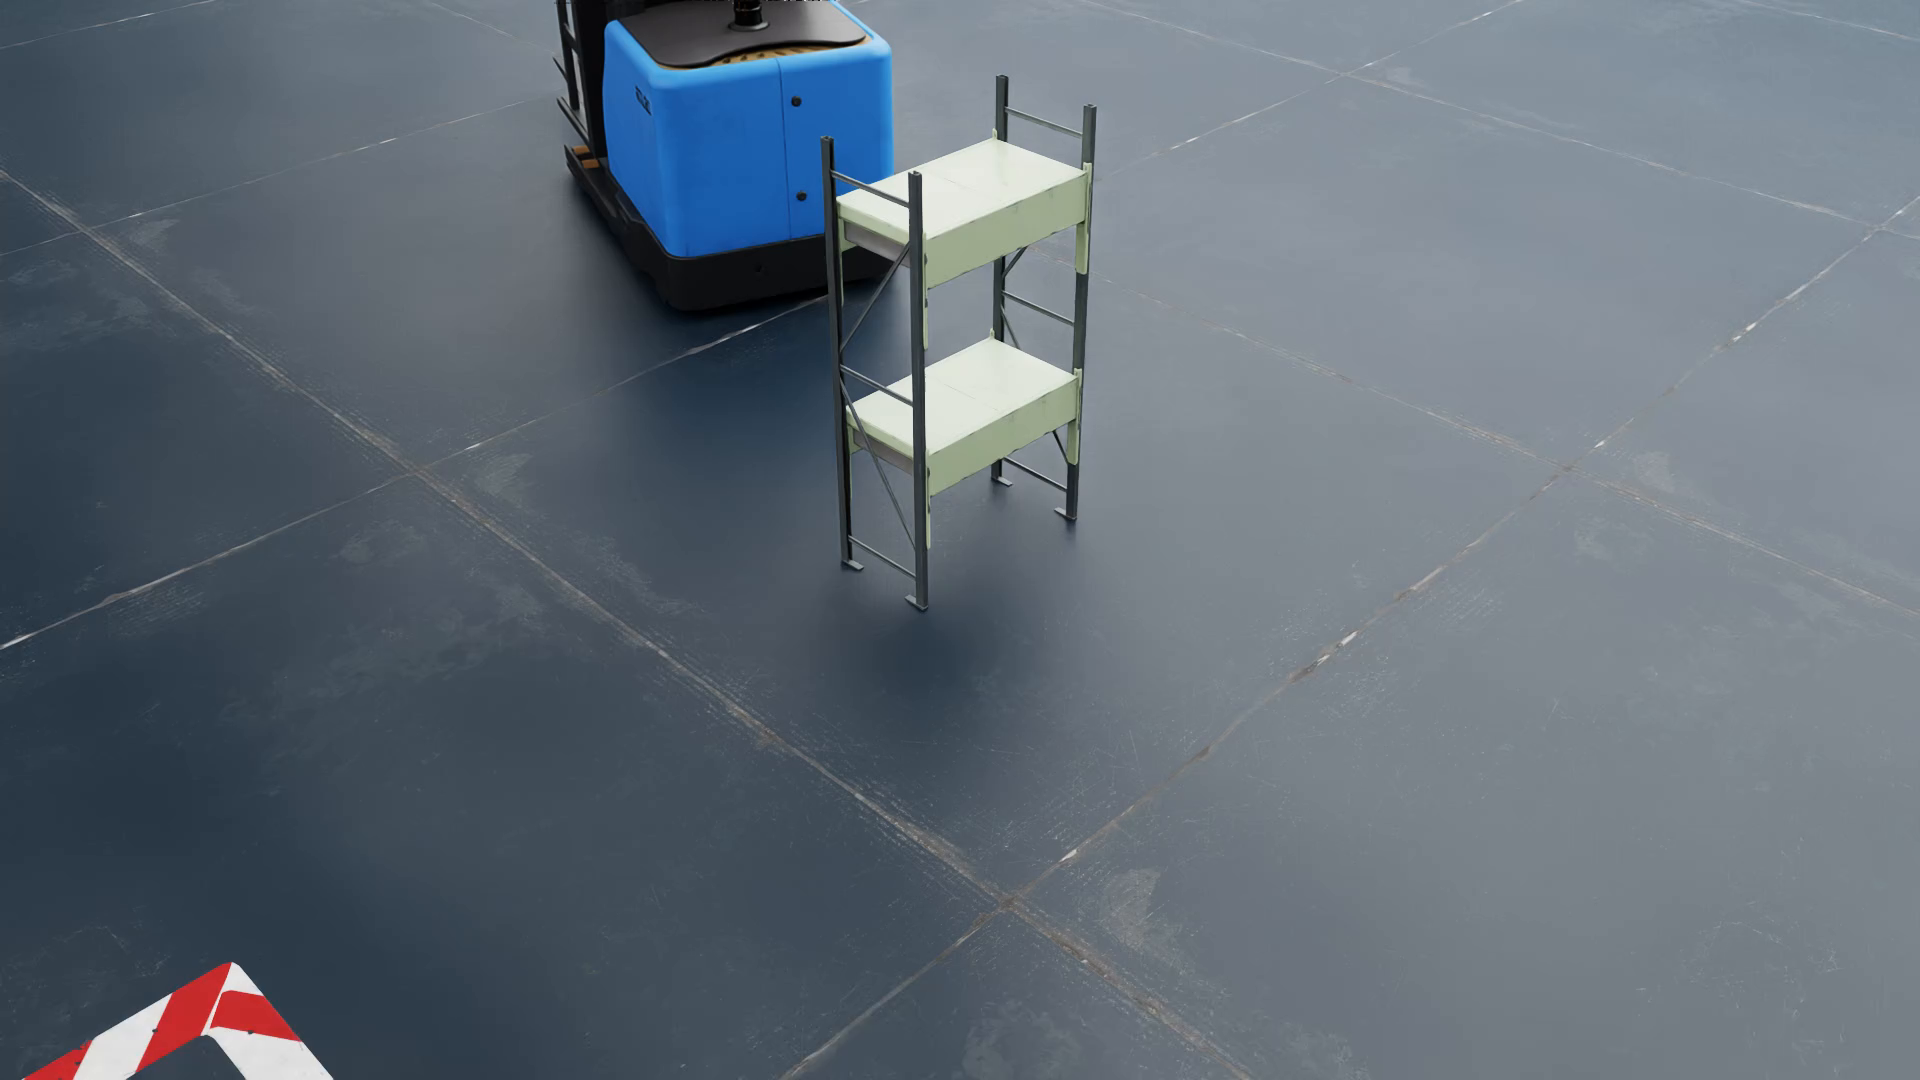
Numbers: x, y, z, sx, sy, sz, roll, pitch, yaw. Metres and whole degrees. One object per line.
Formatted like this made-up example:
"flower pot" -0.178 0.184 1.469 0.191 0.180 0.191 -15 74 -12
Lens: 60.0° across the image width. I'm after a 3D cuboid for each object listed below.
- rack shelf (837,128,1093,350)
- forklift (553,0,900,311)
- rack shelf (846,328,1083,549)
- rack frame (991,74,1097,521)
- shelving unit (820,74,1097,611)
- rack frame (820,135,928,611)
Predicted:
"rack shelf" 0.005 -0.938 5.102 0.431 0.370 0.720 30 45 35
"forklift" -1.327 -3.001 7.492 1.130 2.935 3.031 -14 37 -20
"rack shelf" 0.005 -0.350 5.511 0.431 0.370 0.720 30 45 35
"rack frame" 0.263 -0.766 5.538 0.400 1.500 0.023 30 45 35
"shelving unit" 0.005 -0.618 5.325 0.431 1.500 0.755 30 45 35
"rack frame" -0.253 -0.469 5.112 0.400 1.500 0.023 30 45 35
